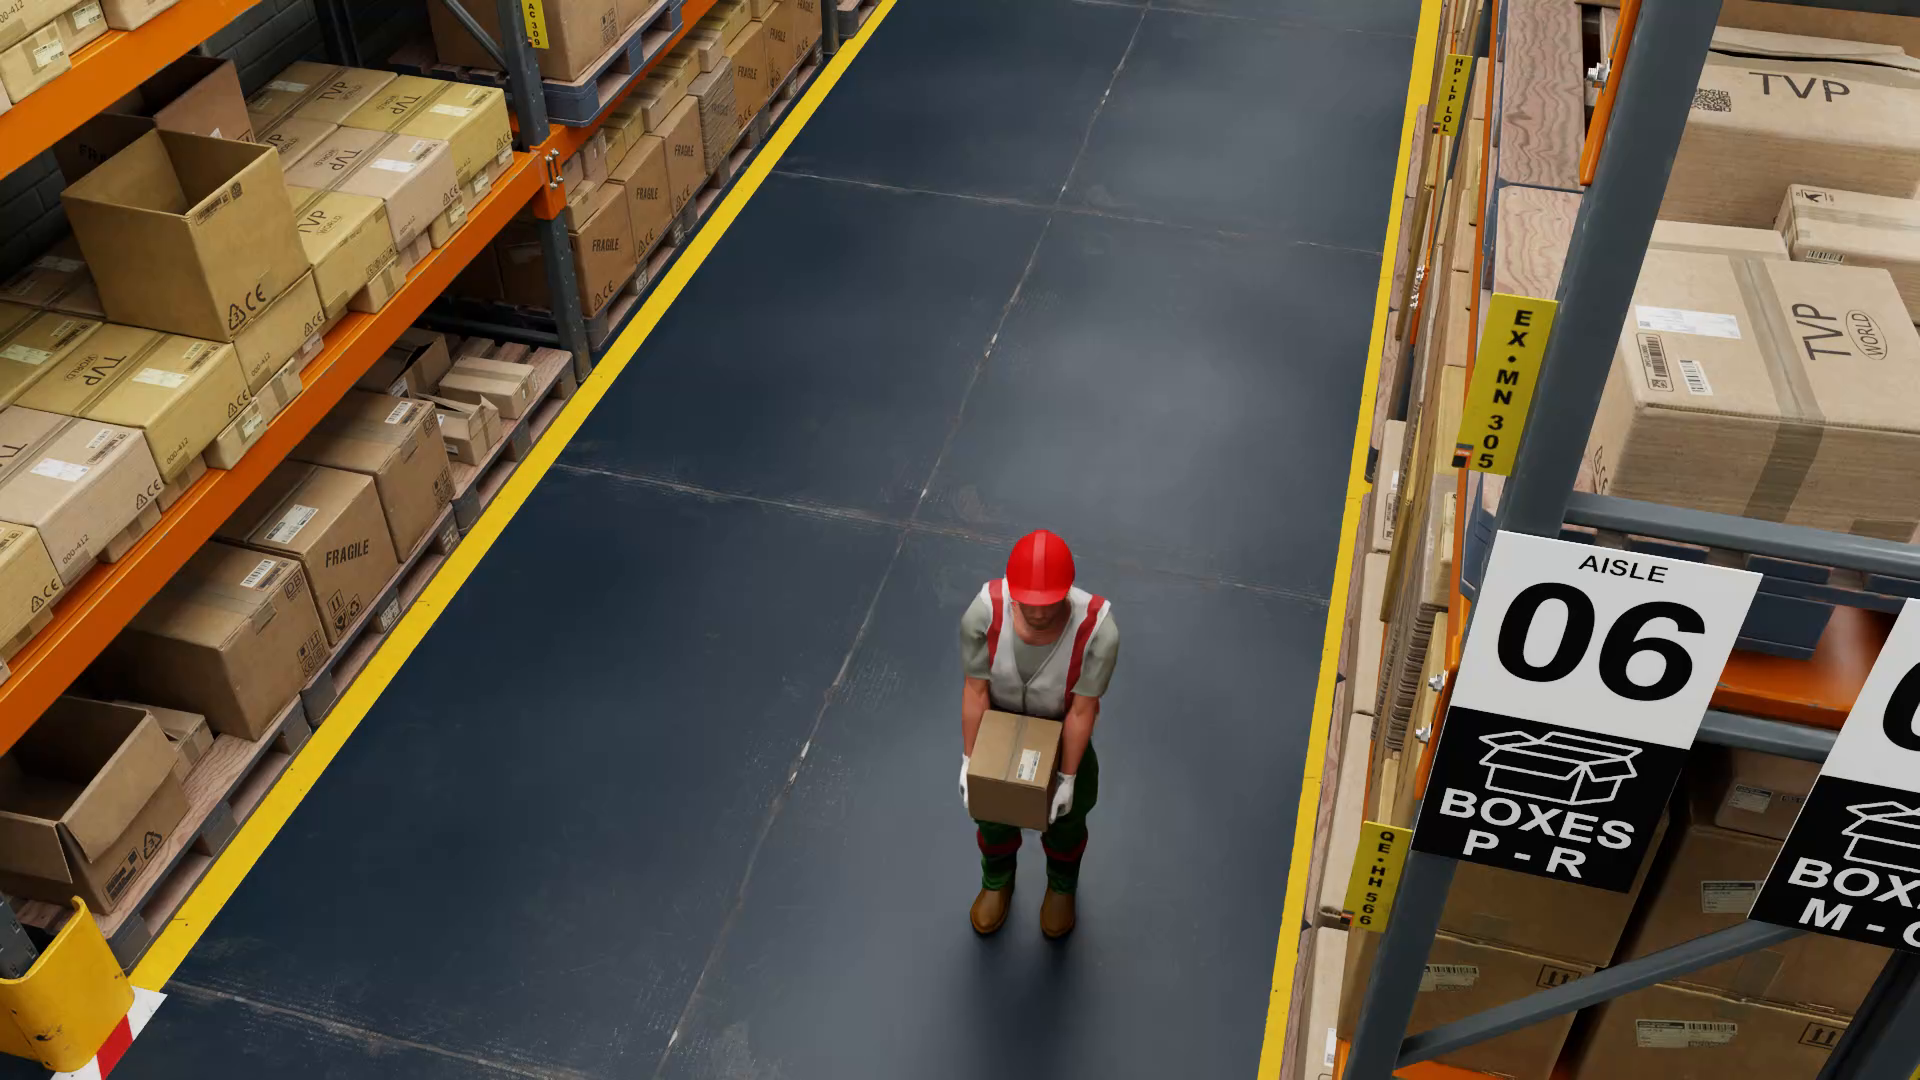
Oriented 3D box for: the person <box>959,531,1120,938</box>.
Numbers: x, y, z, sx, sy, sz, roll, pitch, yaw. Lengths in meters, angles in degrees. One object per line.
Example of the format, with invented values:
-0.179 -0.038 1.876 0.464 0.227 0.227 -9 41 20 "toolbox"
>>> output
0.234 0.667 5.376 0.493 1.770 0.576 9 41 10 "person"
